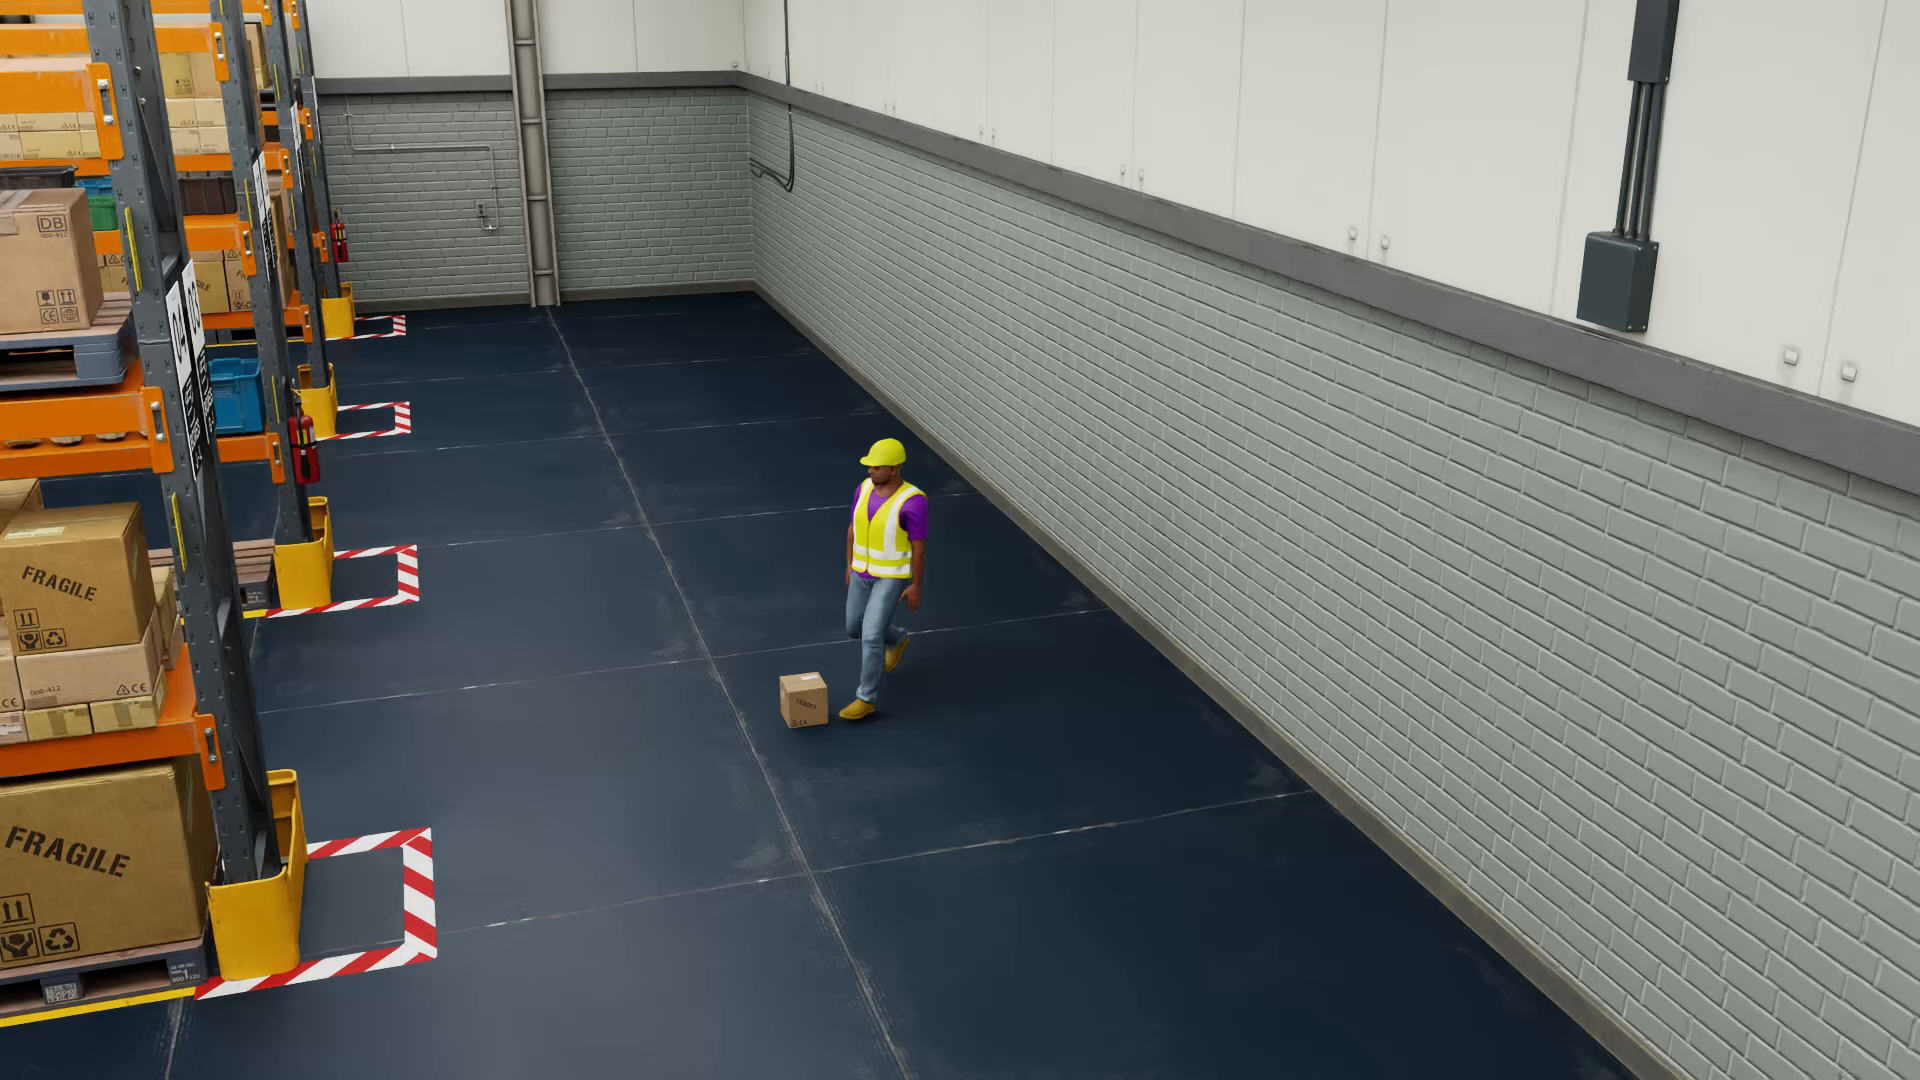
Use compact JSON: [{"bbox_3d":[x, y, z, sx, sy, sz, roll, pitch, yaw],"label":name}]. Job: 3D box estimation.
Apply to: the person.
[{"bbox_3d":[-0.523,0.209,10.464,0.596,1.727,0.890,15,24,37],"label":"person"}]
